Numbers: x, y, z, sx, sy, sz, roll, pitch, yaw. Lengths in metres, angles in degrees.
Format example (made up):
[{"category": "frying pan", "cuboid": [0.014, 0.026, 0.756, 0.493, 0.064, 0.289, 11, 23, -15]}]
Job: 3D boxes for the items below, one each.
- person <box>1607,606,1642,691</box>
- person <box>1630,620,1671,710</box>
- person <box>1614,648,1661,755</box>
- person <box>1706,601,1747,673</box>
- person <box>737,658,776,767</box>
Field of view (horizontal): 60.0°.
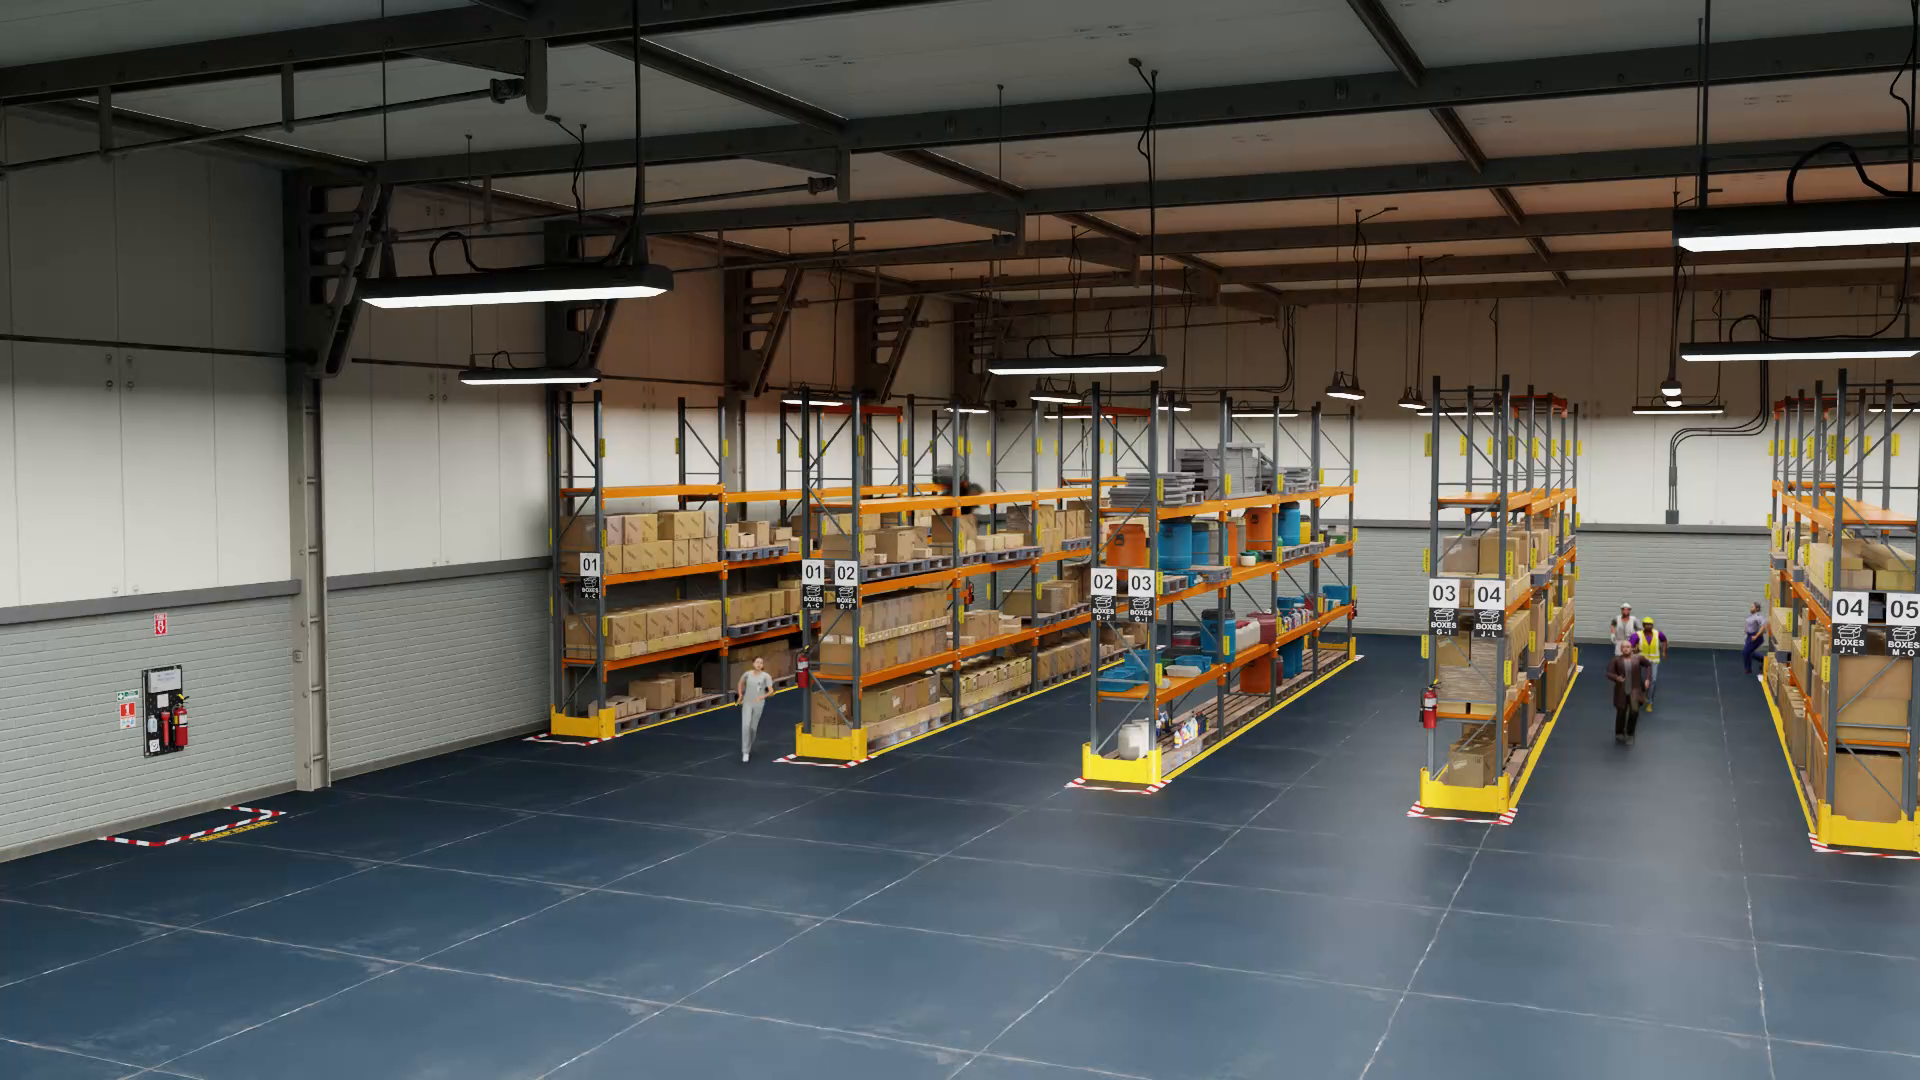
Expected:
[{"category": "person", "cuboid": [13.551, 2.235, 33.917, 0.671, 1.761, 0.640, 1, 3, 20]}, {"category": "person", "cuboid": [13.017, 2.395, 31.305, 0.676, 1.793, 0.725, 1, 3, 13]}, {"category": "person", "cuboid": [11.111, 2.631, 27.280, 0.705, 1.751, 0.687, 1, 3, 17]}, {"category": "person", "cuboid": [17.094, 2.163, 36.812, 0.844, 1.645, 0.686, -1, 3, -11]}, {"category": "person", "cuboid": [-3.225, 2.715, 26.427, 0.625, 1.698, 0.659, -1, 3, -11]}]
